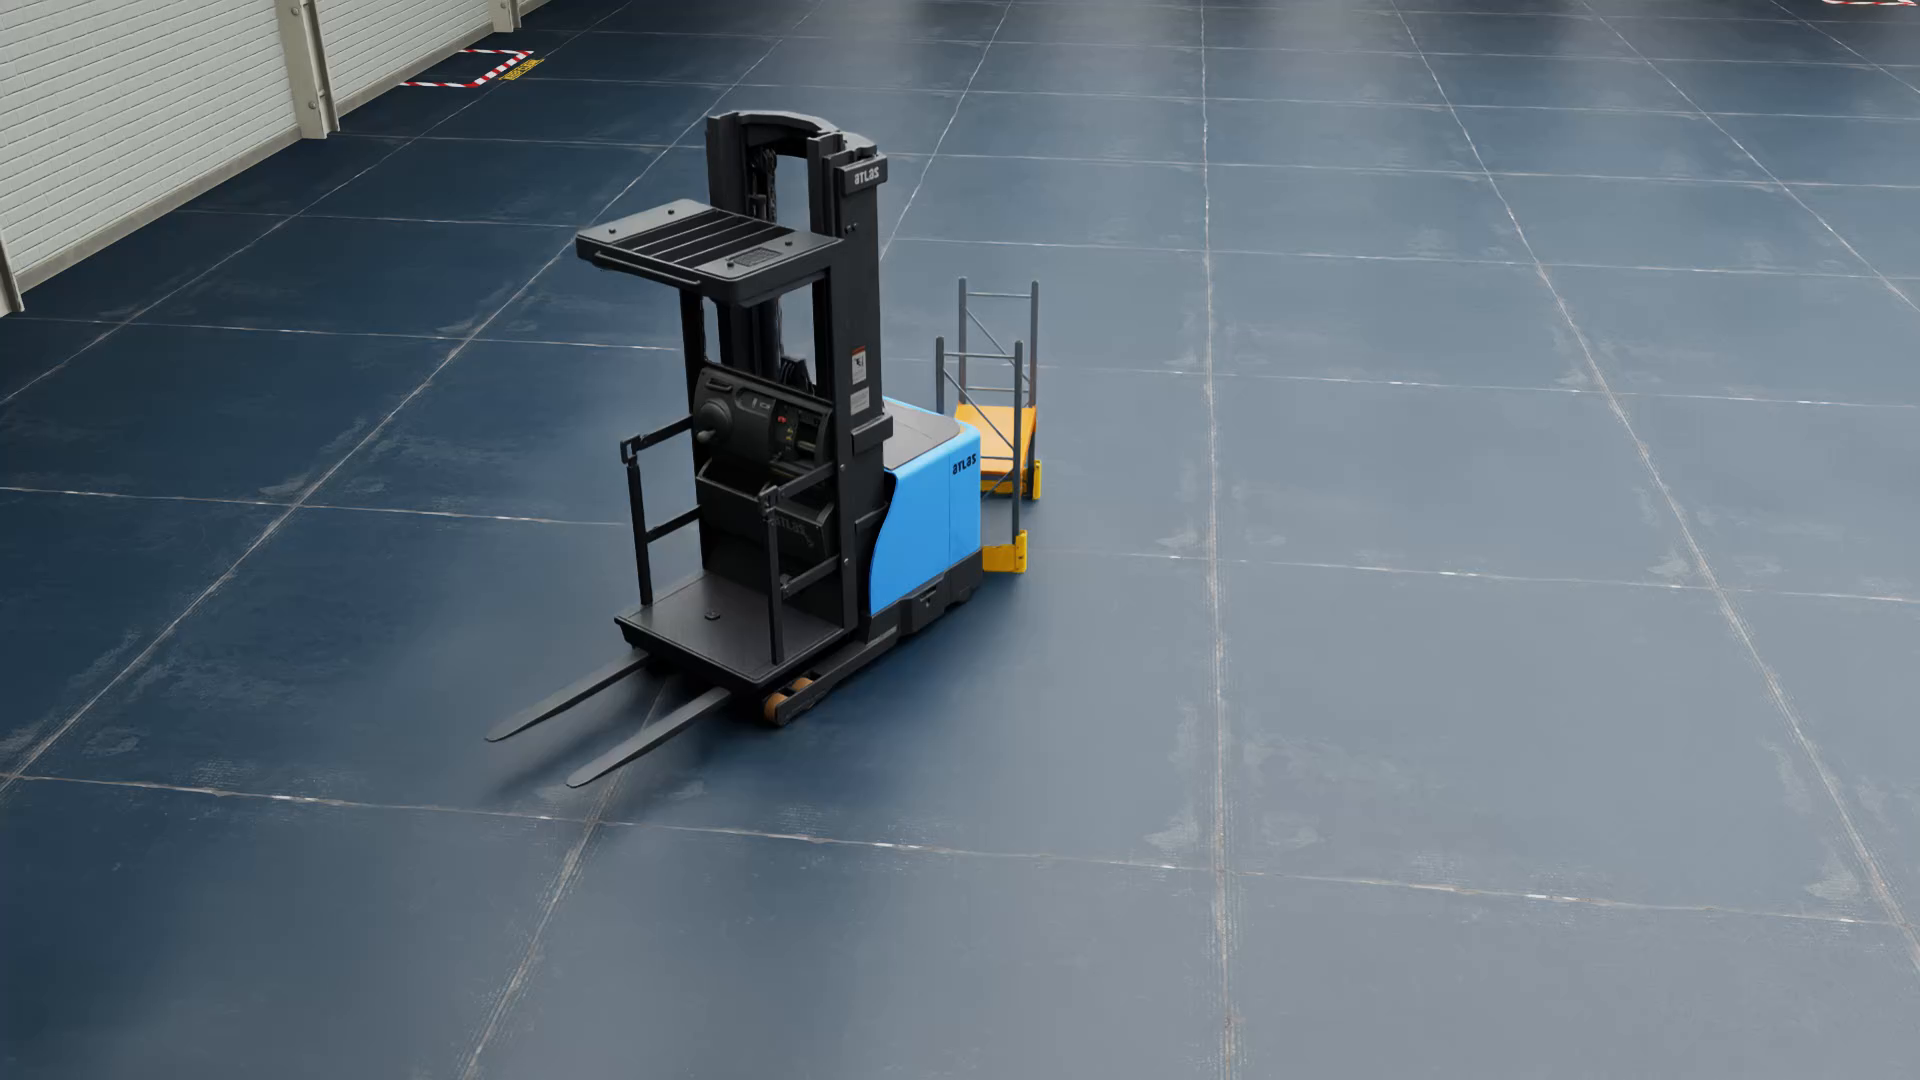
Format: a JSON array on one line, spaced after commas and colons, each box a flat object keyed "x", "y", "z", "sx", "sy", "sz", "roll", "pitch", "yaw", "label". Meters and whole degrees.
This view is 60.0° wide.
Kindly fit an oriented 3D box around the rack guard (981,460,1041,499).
[{"x": 0.242, "y": -0.418, "z": 11.054, "sx": 0.587, "sy": 0.250, "sz": 0.087, "roll": 4, "pitch": 29, "yaw": 7, "label": "rack guard"}]

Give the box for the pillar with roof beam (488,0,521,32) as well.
[{"x": -2.413, "y": -11.243, "z": 21.924, "sx": 9.100, "sy": 9.000, "sz": 0.400, "roll": 3, "pitch": 28, "yaw": 6, "label": "pillar with roof beam"}]

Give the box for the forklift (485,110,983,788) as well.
[{"x": -1.168, "y": -0.581, "z": 8.531, "sx": 1.130, "sy": 2.935, "sz": 3.031, "roll": 20, "pitch": 34, "yaw": 33, "label": "forklift"}]

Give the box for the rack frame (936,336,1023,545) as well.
[{"x": 0.110, "y": -0.490, "z": 9.871, "sx": 0.500, "sy": 1.500, "sz": 0.032, "roll": 4, "pitch": 29, "yaw": 7, "label": "rack frame"}]

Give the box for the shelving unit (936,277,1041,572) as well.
[{"x": 0.177, "y": -0.734, "z": 10.322, "sx": 0.587, "sy": 1.500, "sz": 1.083, "roll": 4, "pitch": 29, "yaw": 7, "label": "shelving unit"}]

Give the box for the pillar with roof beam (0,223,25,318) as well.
[{"x": -3.883, "y": -5.595, "z": 11.439, "sx": 9.100, "sy": 9.000, "sz": 0.400, "roll": 3, "pitch": 28, "yaw": 6, "label": "pillar with roof beam"}]

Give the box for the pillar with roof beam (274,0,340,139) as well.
[{"x": -3.148, "y": -8.419, "z": 16.682, "sx": 9.100, "sy": 9.000, "sz": 0.400, "roll": 3, "pitch": 28, "yaw": 6, "label": "pillar with roof beam"}]

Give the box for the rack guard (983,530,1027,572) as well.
[{"x": 0.113, "y": 0.051, "z": 10.184, "sx": 0.587, "sy": 0.250, "sz": 0.087, "roll": 4, "pitch": 29, "yaw": 7, "label": "rack guard"}]

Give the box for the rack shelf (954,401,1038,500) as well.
[{"x": 0.176, "y": -0.571, "z": 10.400, "sx": 0.538, "sy": 0.185, "sz": 1.000, "roll": 4, "pitch": 29, "yaw": 7, "label": "rack shelf"}]

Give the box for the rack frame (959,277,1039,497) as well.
[{"x": 0.242, "y": -0.968, "z": 10.758, "sx": 0.500, "sy": 1.500, "sz": 0.032, "roll": 4, "pitch": 29, "yaw": 7, "label": "rack frame"}]
